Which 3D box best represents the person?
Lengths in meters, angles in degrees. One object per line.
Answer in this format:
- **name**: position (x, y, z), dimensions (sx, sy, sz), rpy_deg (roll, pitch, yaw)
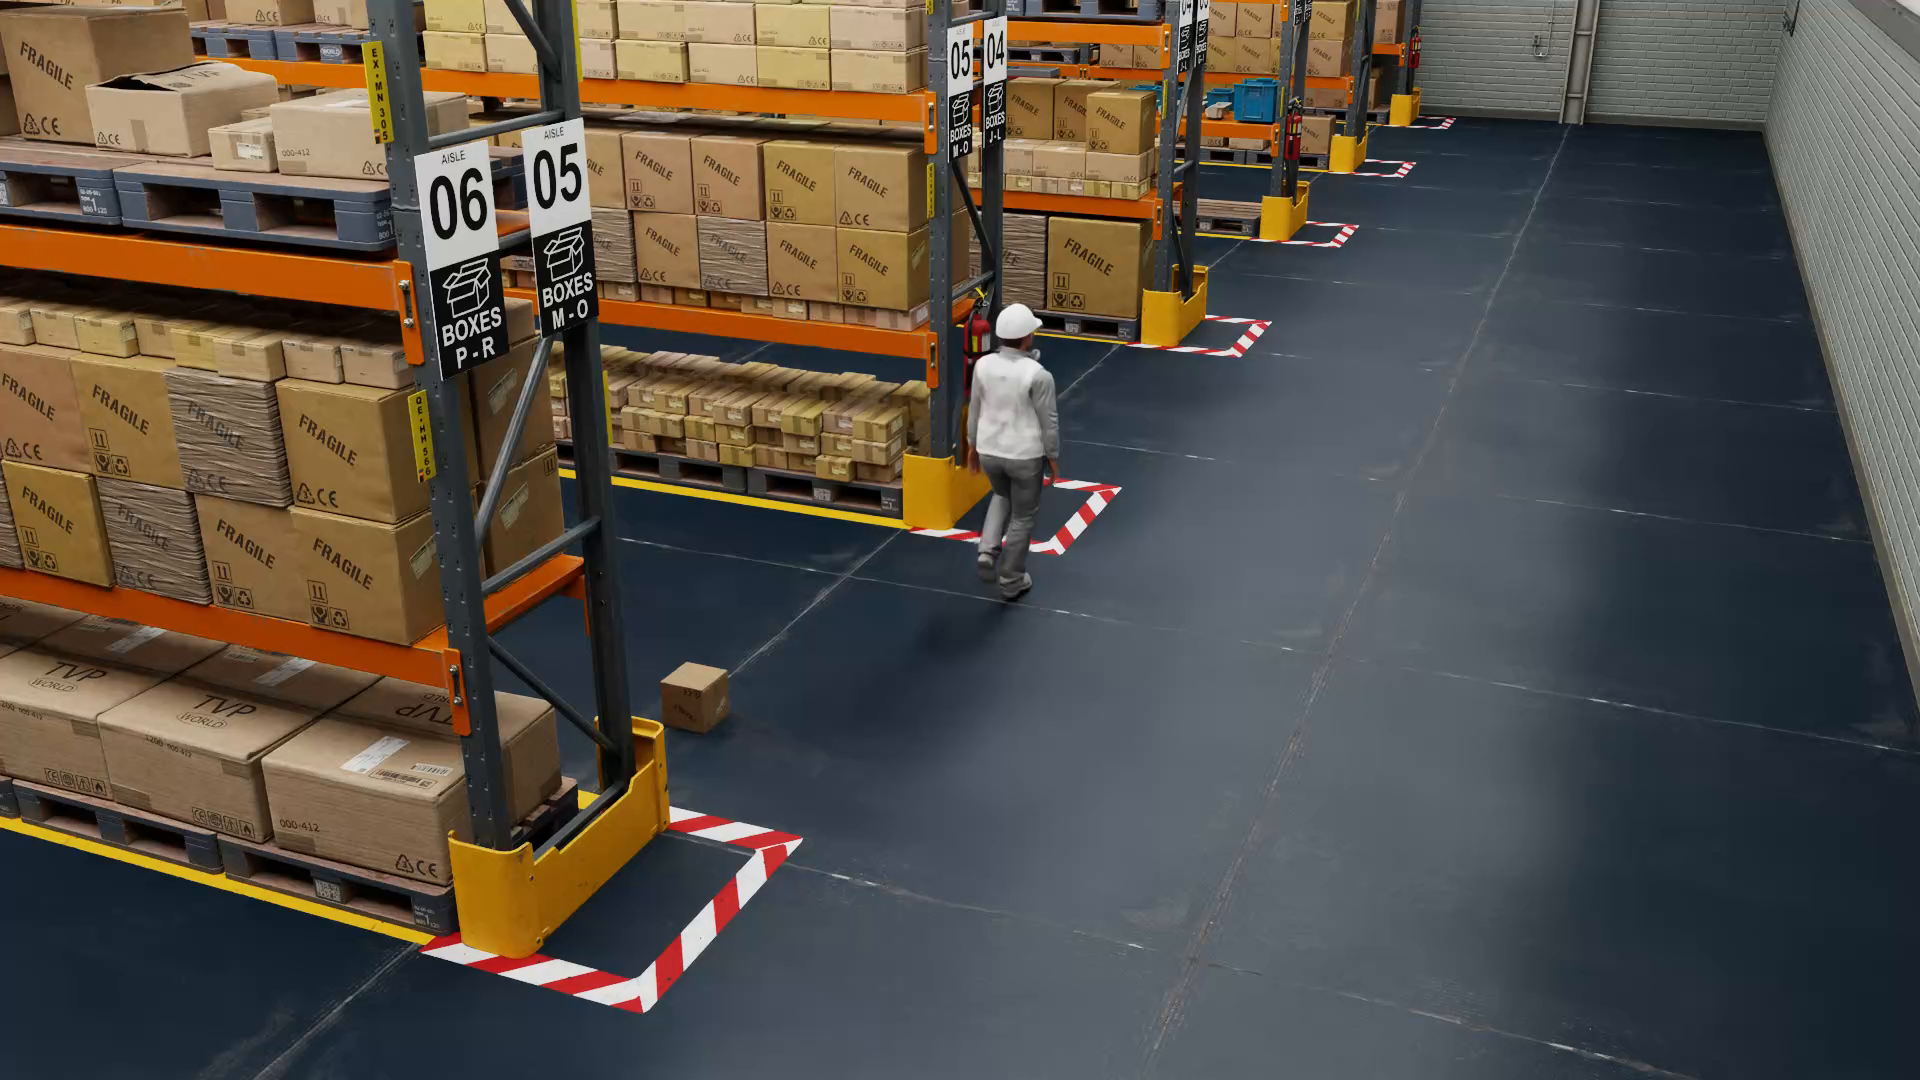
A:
- **person**: position (0.341, -0.528, 9.772), dimensions (0.573, 1.768, 0.462), rpy_deg (13, 26, 29)
